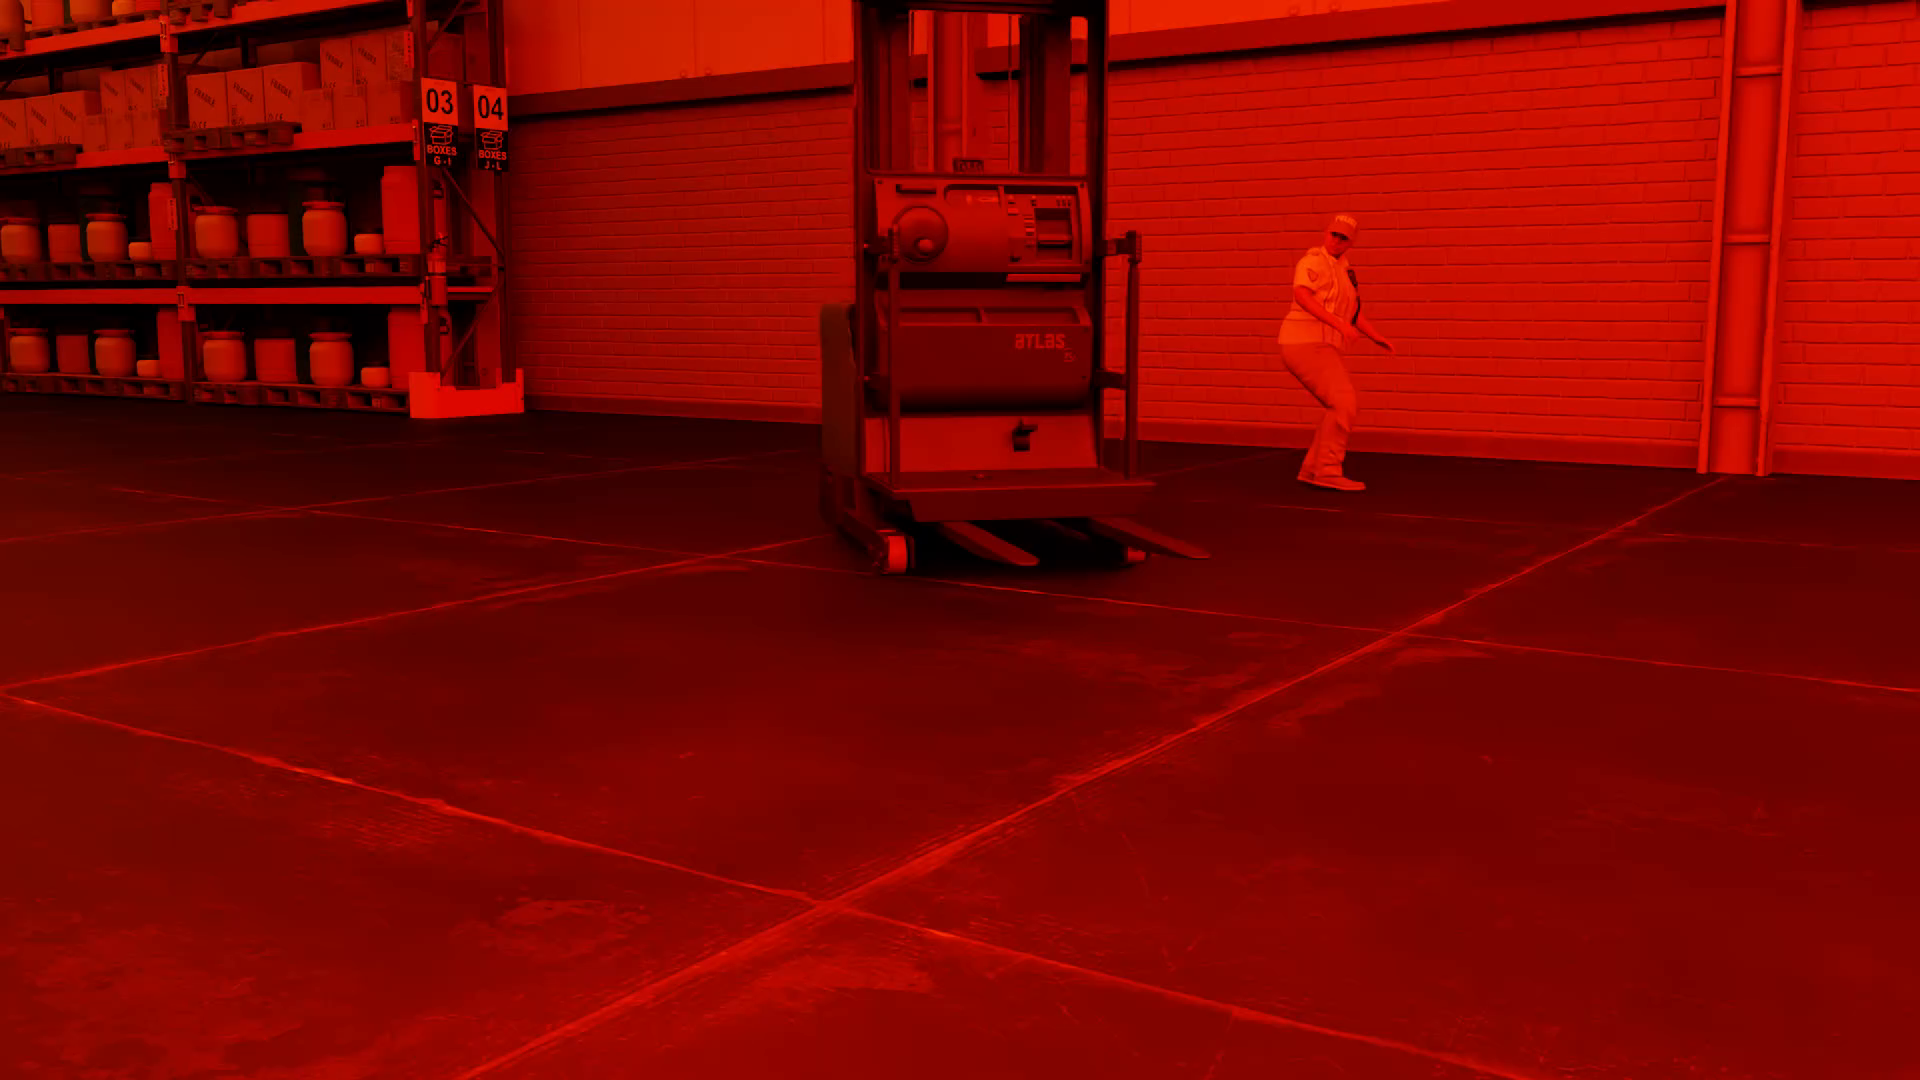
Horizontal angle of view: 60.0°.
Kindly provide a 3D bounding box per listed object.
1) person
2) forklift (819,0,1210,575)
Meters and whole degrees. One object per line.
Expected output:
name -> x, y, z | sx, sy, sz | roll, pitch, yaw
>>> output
person -> 2.173, -1.081, 9.660 | 0.597, 1.619, 0.720 | 4, 9, 27
forklift -> 0.154, -1.368, 6.811 | 1.130, 2.935, 3.031 | -2, 8, -14
